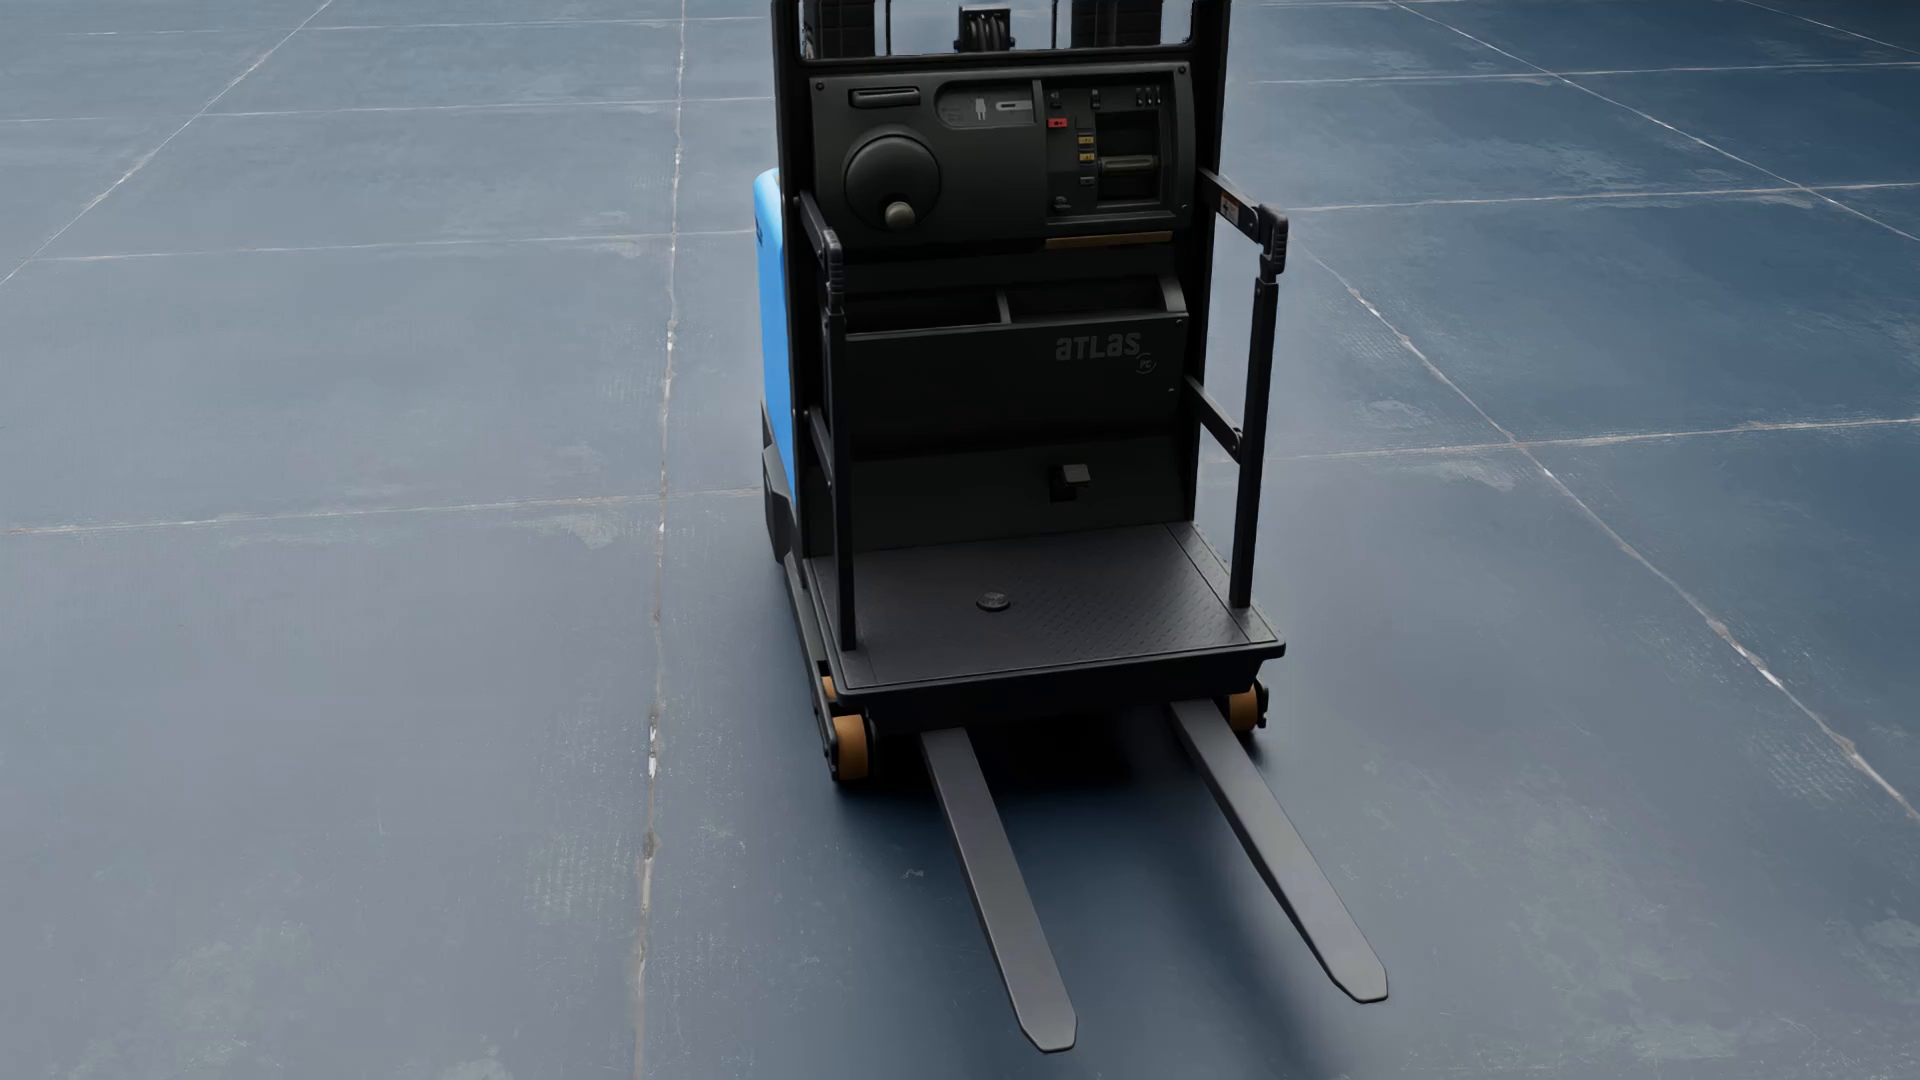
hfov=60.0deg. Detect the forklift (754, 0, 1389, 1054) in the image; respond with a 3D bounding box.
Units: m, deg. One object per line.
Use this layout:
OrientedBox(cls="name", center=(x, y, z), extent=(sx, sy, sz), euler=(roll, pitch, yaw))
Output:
OrientedBox(cls="forklift", center=(0.157, -0.897, 3.787), extent=(1.130, 2.935, 3.031), euler=(-6, 28, -11))
